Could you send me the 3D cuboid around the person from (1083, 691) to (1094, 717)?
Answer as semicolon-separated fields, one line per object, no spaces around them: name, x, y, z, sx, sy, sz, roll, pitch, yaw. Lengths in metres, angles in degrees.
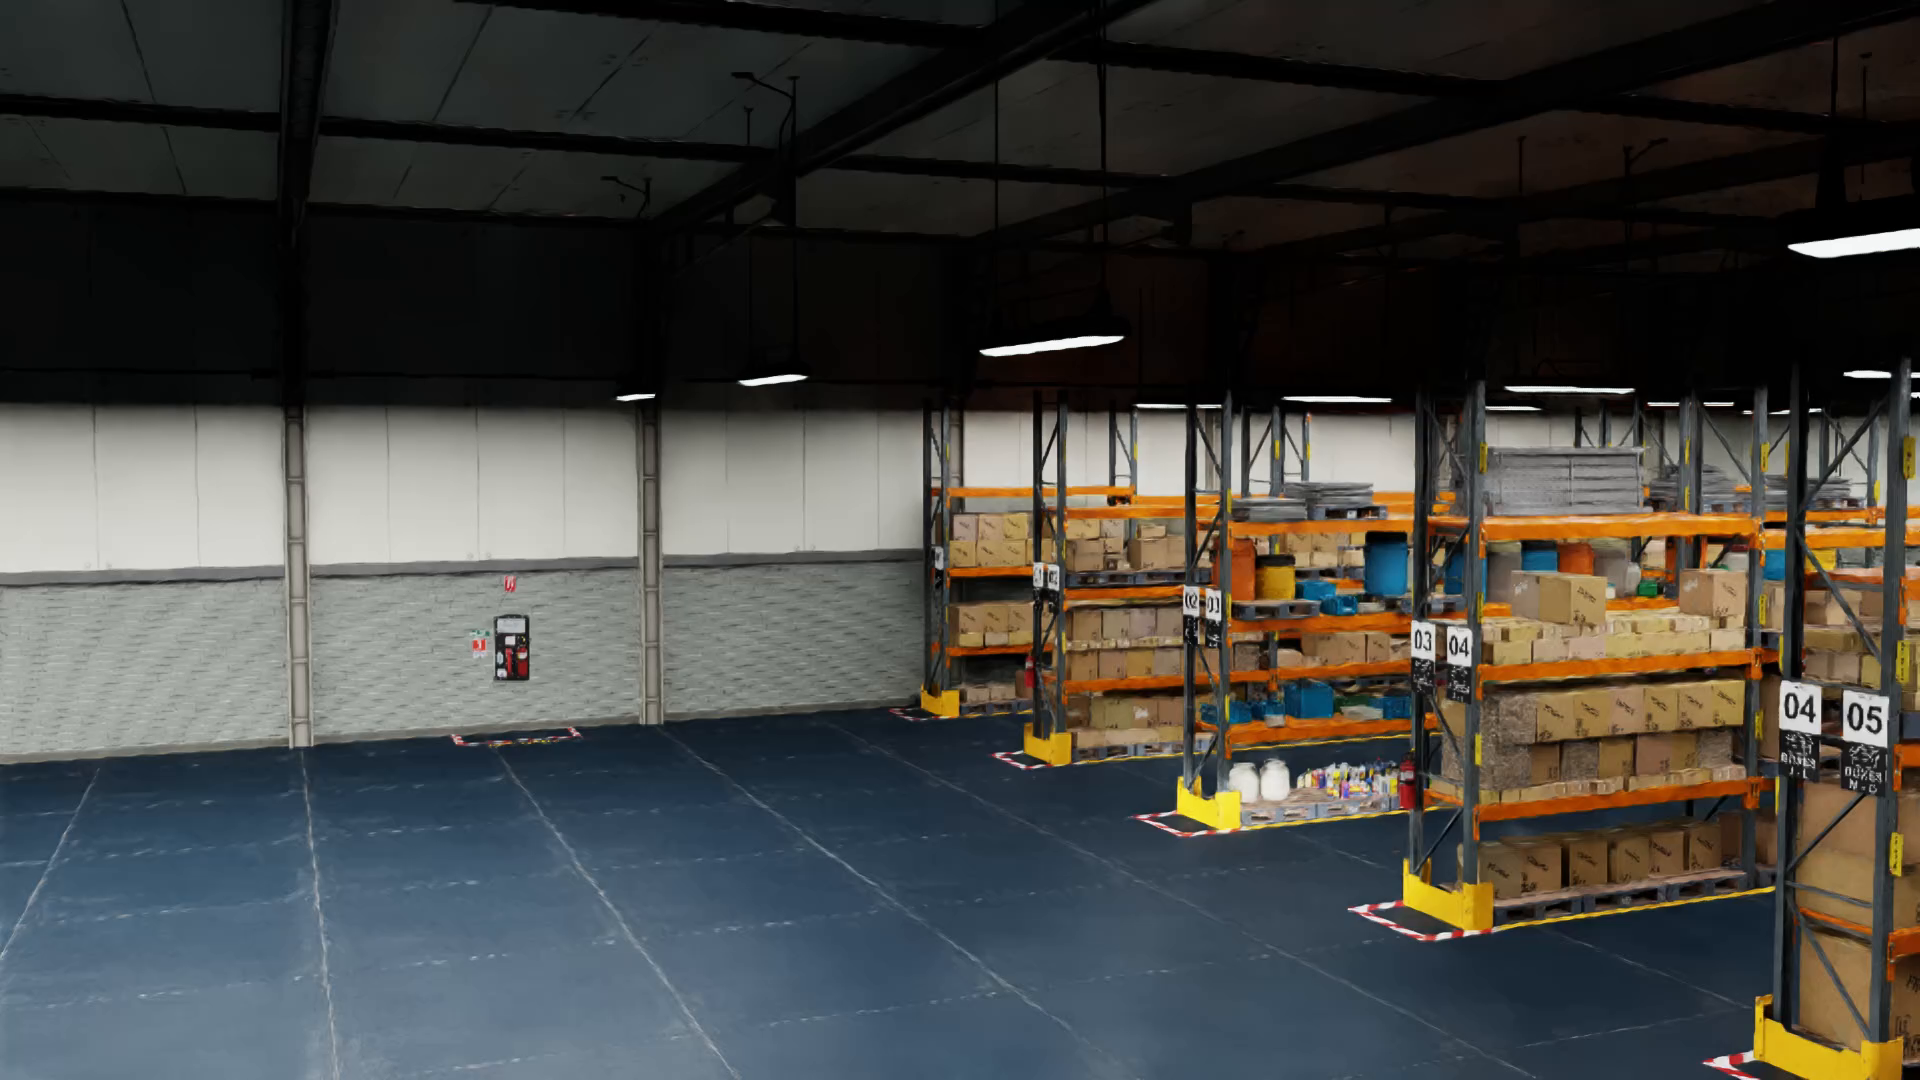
person;2.395;2.553;31.206;0.755;1.533;0.563;-3;5;-43
